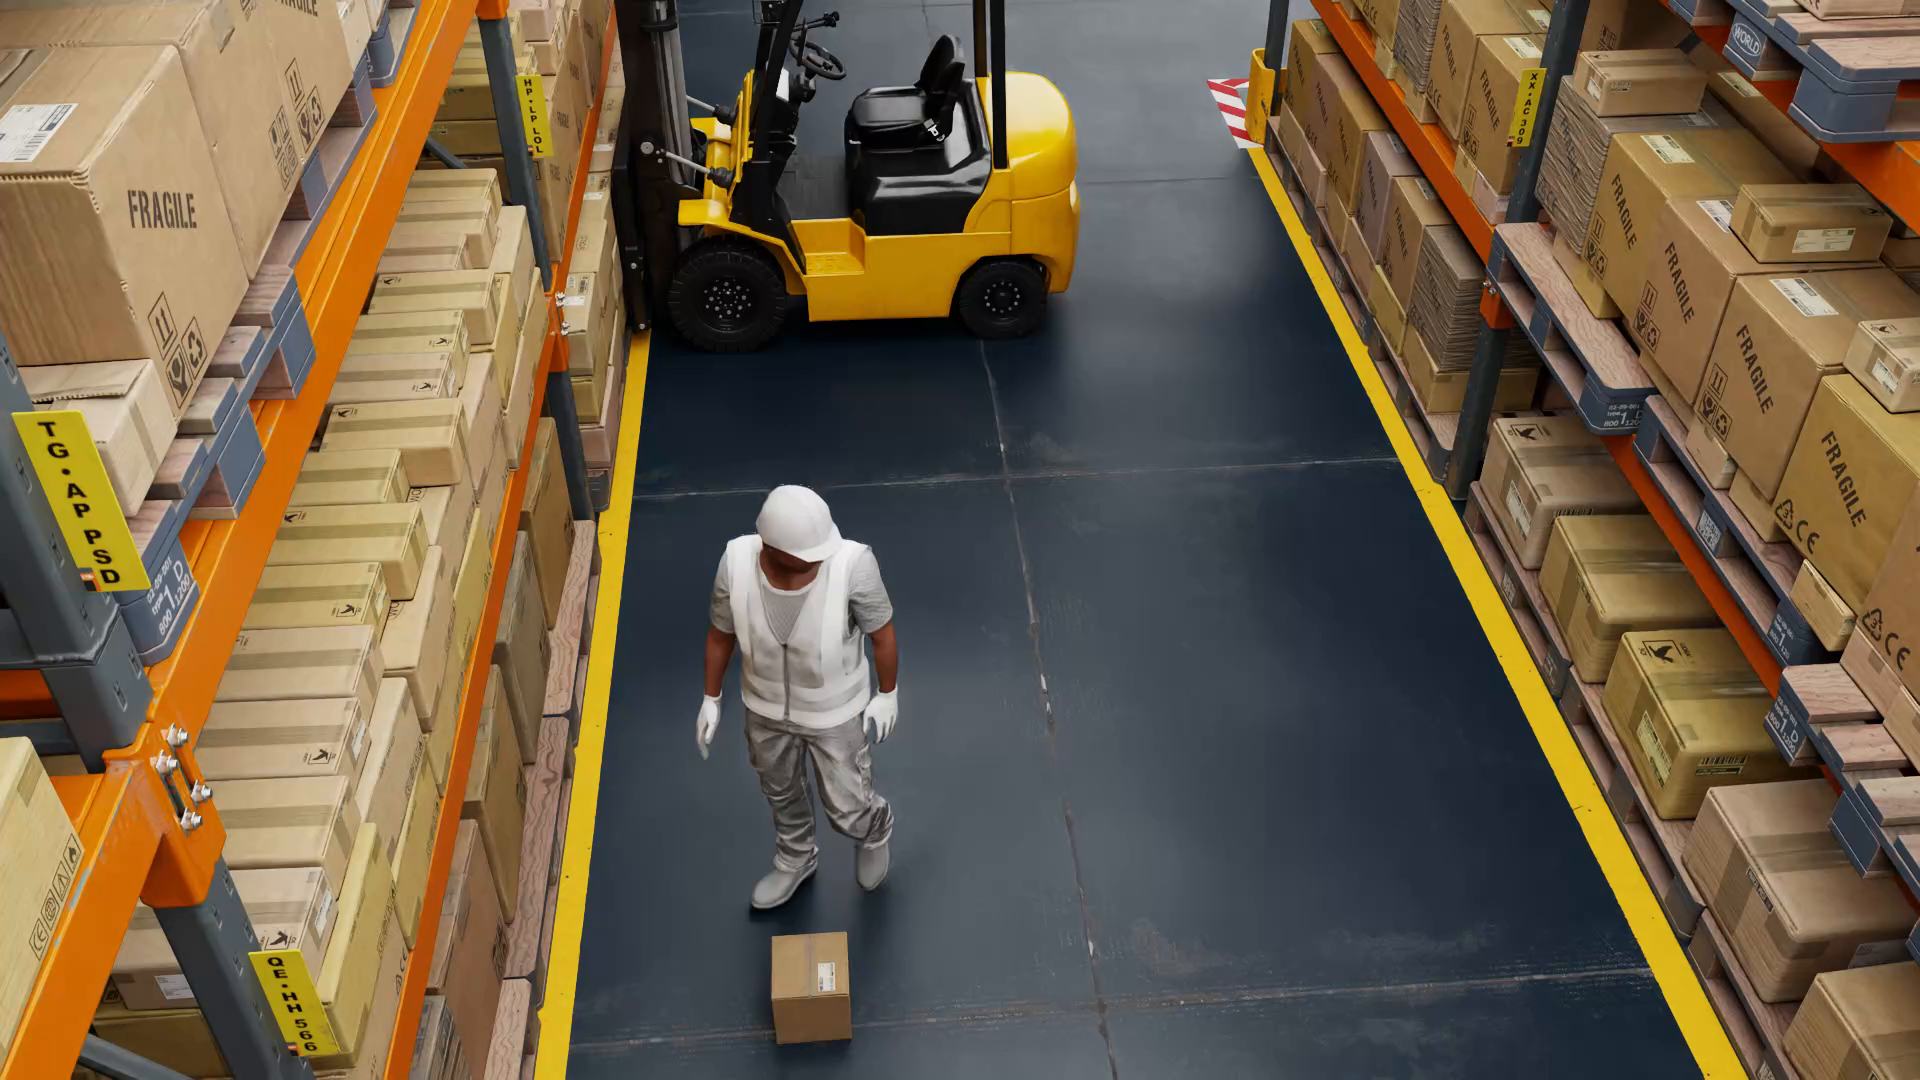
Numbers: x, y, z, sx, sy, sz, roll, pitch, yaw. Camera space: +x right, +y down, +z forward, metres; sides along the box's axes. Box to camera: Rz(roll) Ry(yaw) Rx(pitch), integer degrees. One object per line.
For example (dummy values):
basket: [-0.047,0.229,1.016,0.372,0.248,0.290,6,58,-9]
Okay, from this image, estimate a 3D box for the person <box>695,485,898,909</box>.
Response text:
person: [-0.521,0.531,5.440,0.621,1.780,0.481,11,40,13]
